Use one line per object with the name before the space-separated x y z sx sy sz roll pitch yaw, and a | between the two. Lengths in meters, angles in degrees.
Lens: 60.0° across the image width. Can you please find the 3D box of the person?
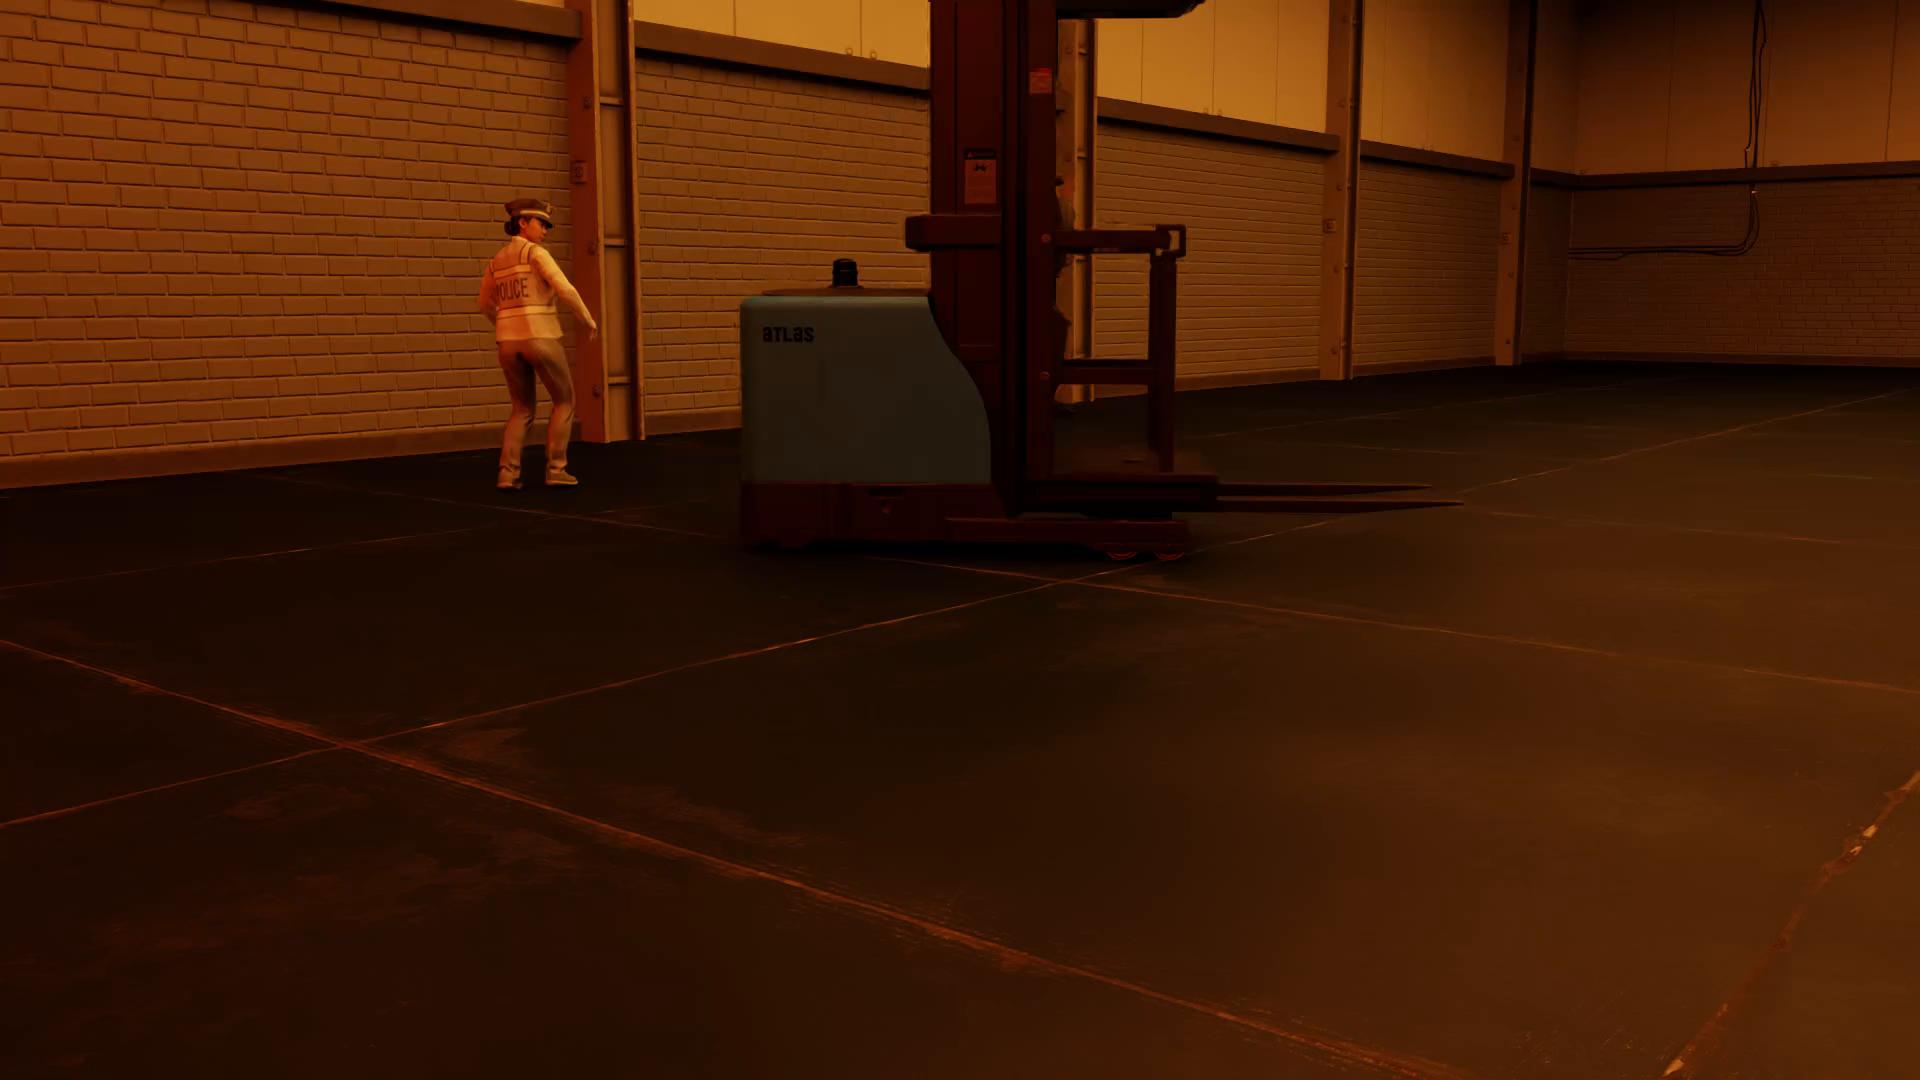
person | -2.378 -1.078 9.315 0.732 1.633 0.561 3 9 22

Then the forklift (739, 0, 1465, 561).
forklift | 0.610 -1.445 7.158 3.031 2.935 1.130 1 8 3
